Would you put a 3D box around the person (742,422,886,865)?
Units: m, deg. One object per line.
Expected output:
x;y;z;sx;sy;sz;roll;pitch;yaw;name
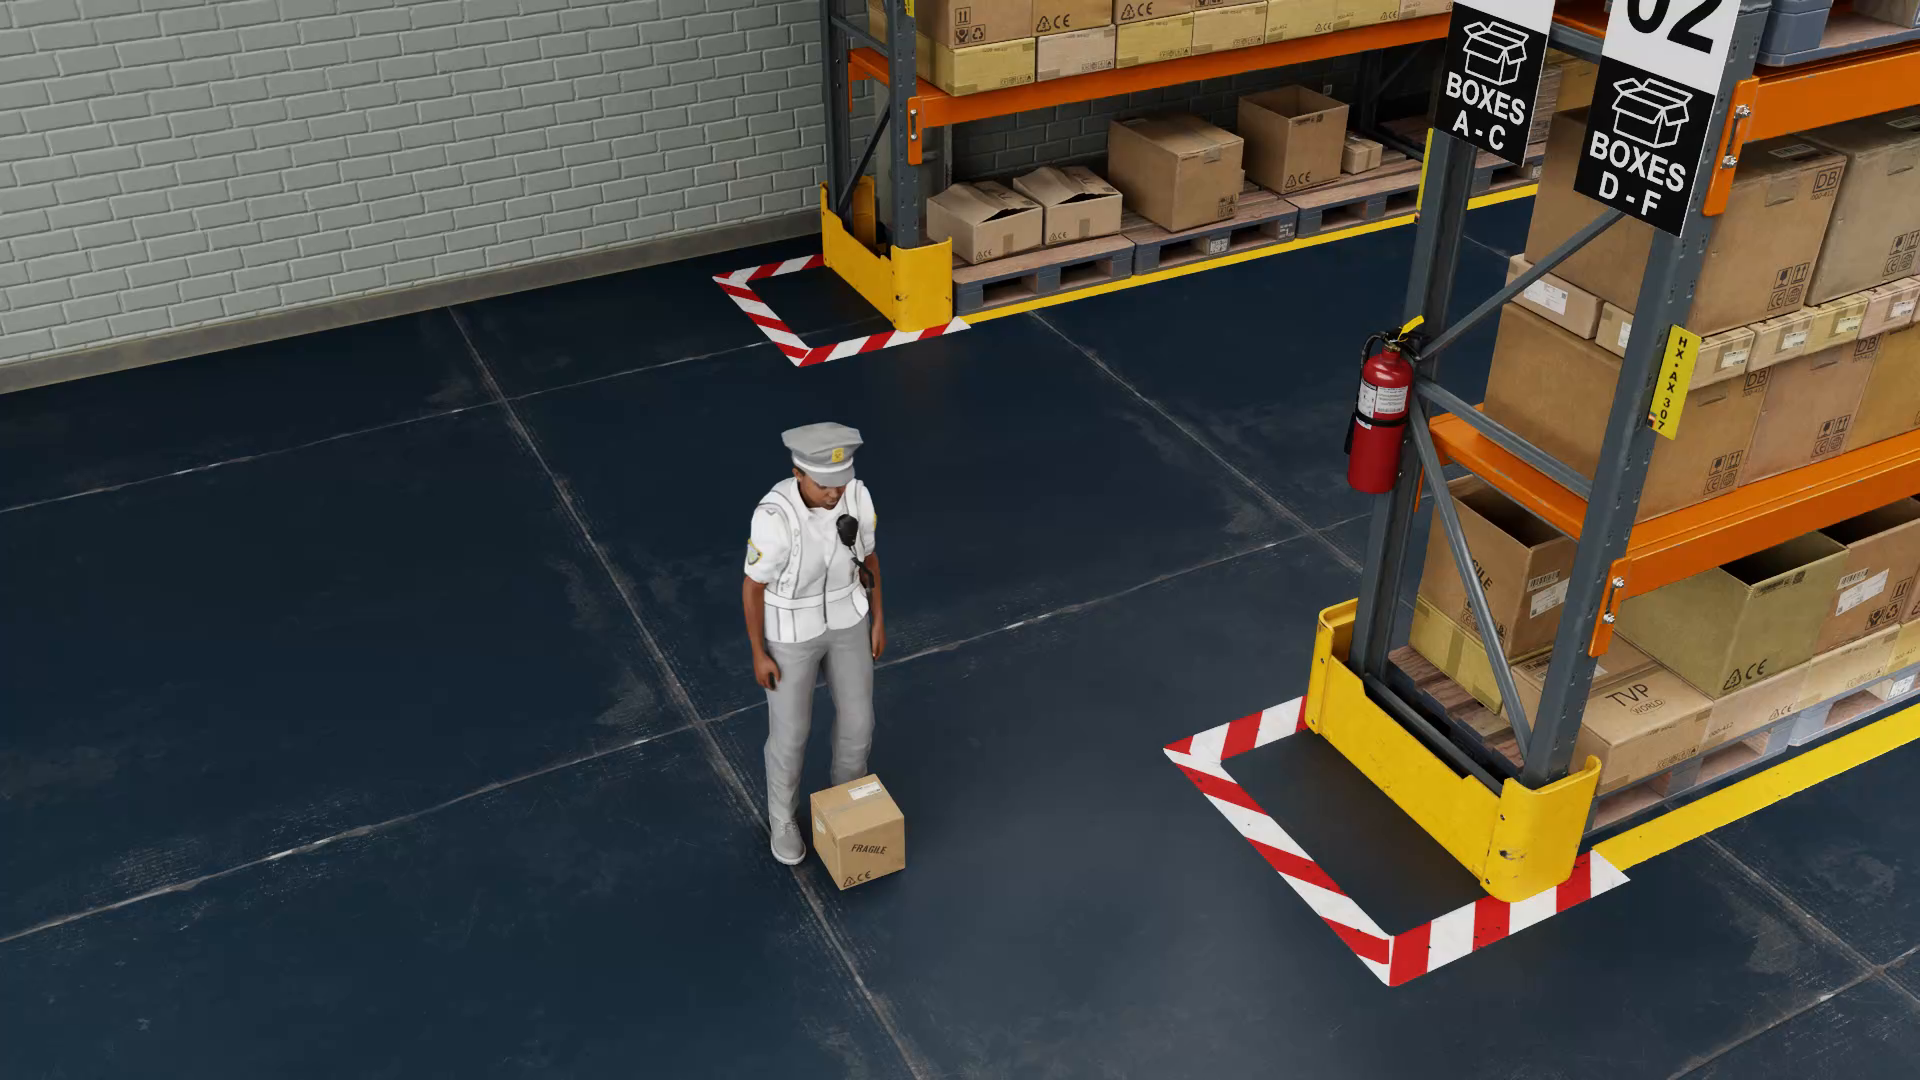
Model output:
-0.484;0.328;5.641;0.504;1.657;0.396;-16;36;-23;person
